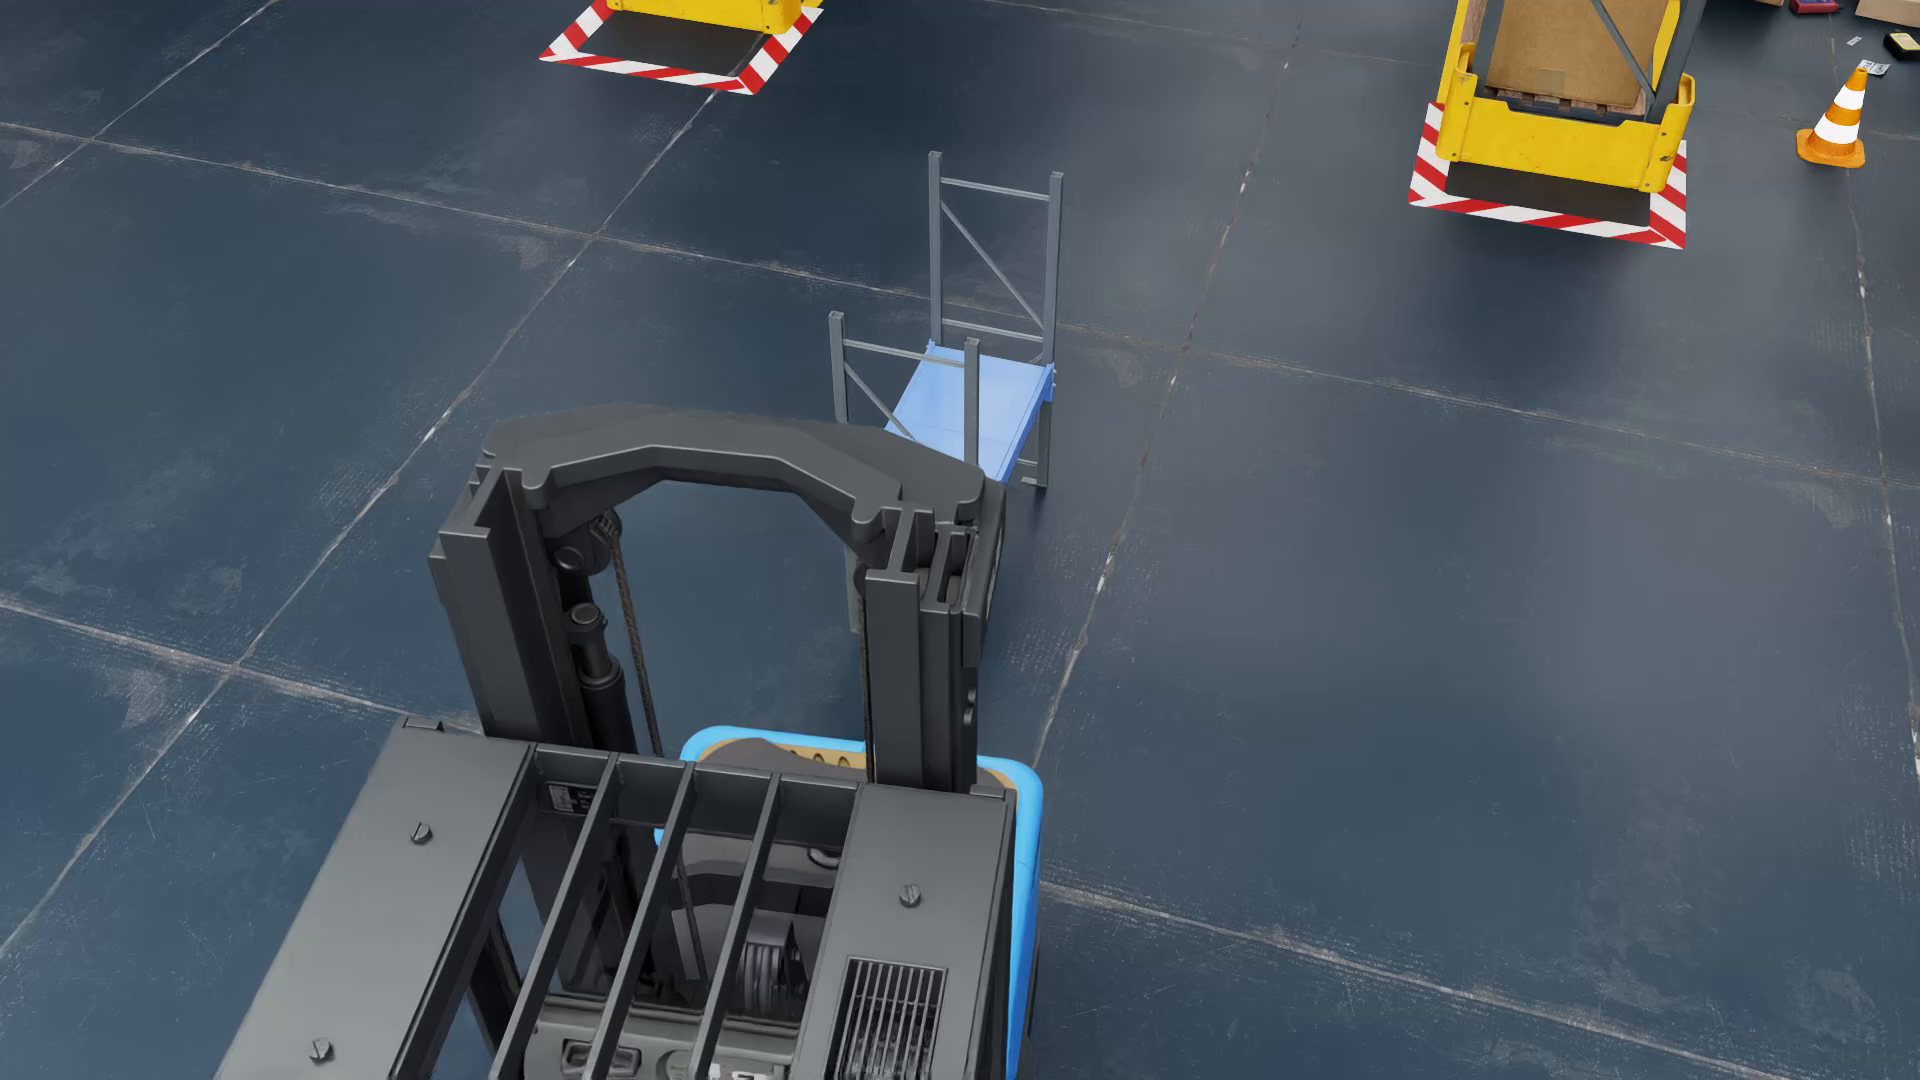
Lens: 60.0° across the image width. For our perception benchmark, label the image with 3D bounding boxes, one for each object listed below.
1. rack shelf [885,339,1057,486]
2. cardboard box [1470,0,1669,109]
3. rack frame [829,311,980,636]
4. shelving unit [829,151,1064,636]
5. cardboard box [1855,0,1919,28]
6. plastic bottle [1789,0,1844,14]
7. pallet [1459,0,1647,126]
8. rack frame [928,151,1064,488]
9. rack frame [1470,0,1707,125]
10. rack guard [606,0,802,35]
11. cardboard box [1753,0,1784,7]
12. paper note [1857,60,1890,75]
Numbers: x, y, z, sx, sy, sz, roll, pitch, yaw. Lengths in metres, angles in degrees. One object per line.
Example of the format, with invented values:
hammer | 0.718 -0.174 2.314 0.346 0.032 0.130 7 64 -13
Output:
rack shelf | -0.026 -0.351 6.293 0.538 0.185 1.000 13 46 12
cardboard box | 3.273 -2.962 8.851 0.875 0.875 0.875 13 46 13
rack frame | -0.180 -0.140 5.821 0.500 1.500 0.032 13 46 12
shelving unit | -0.026 -0.479 6.167 0.538 1.500 1.048 13 46 12
cardboard box | 5.577 -3.258 9.890 0.396 0.266 0.258 20 48 19
plastic bottle | 5.153 -3.219 9.996 0.283 0.061 0.133 -2 44 -2
pallet | 3.298 -2.658 9.315 1.003 0.211 1.213 13 46 13
rack frame | 0.128 -0.818 6.514 0.500 1.500 0.032 13 46 12
rack frame | 3.131 -3.105 7.778 1.000 3.000 0.127 13 46 13
rack guard | -1.543 -3.380 9.847 1.175 0.500 0.348 13 46 13
cardboard box | 4.850 -3.627 10.097 0.500 0.500 0.500 20 48 19
paper note | 5.211 -2.701 9.490 0.144 0.017 0.142 28 51 26
